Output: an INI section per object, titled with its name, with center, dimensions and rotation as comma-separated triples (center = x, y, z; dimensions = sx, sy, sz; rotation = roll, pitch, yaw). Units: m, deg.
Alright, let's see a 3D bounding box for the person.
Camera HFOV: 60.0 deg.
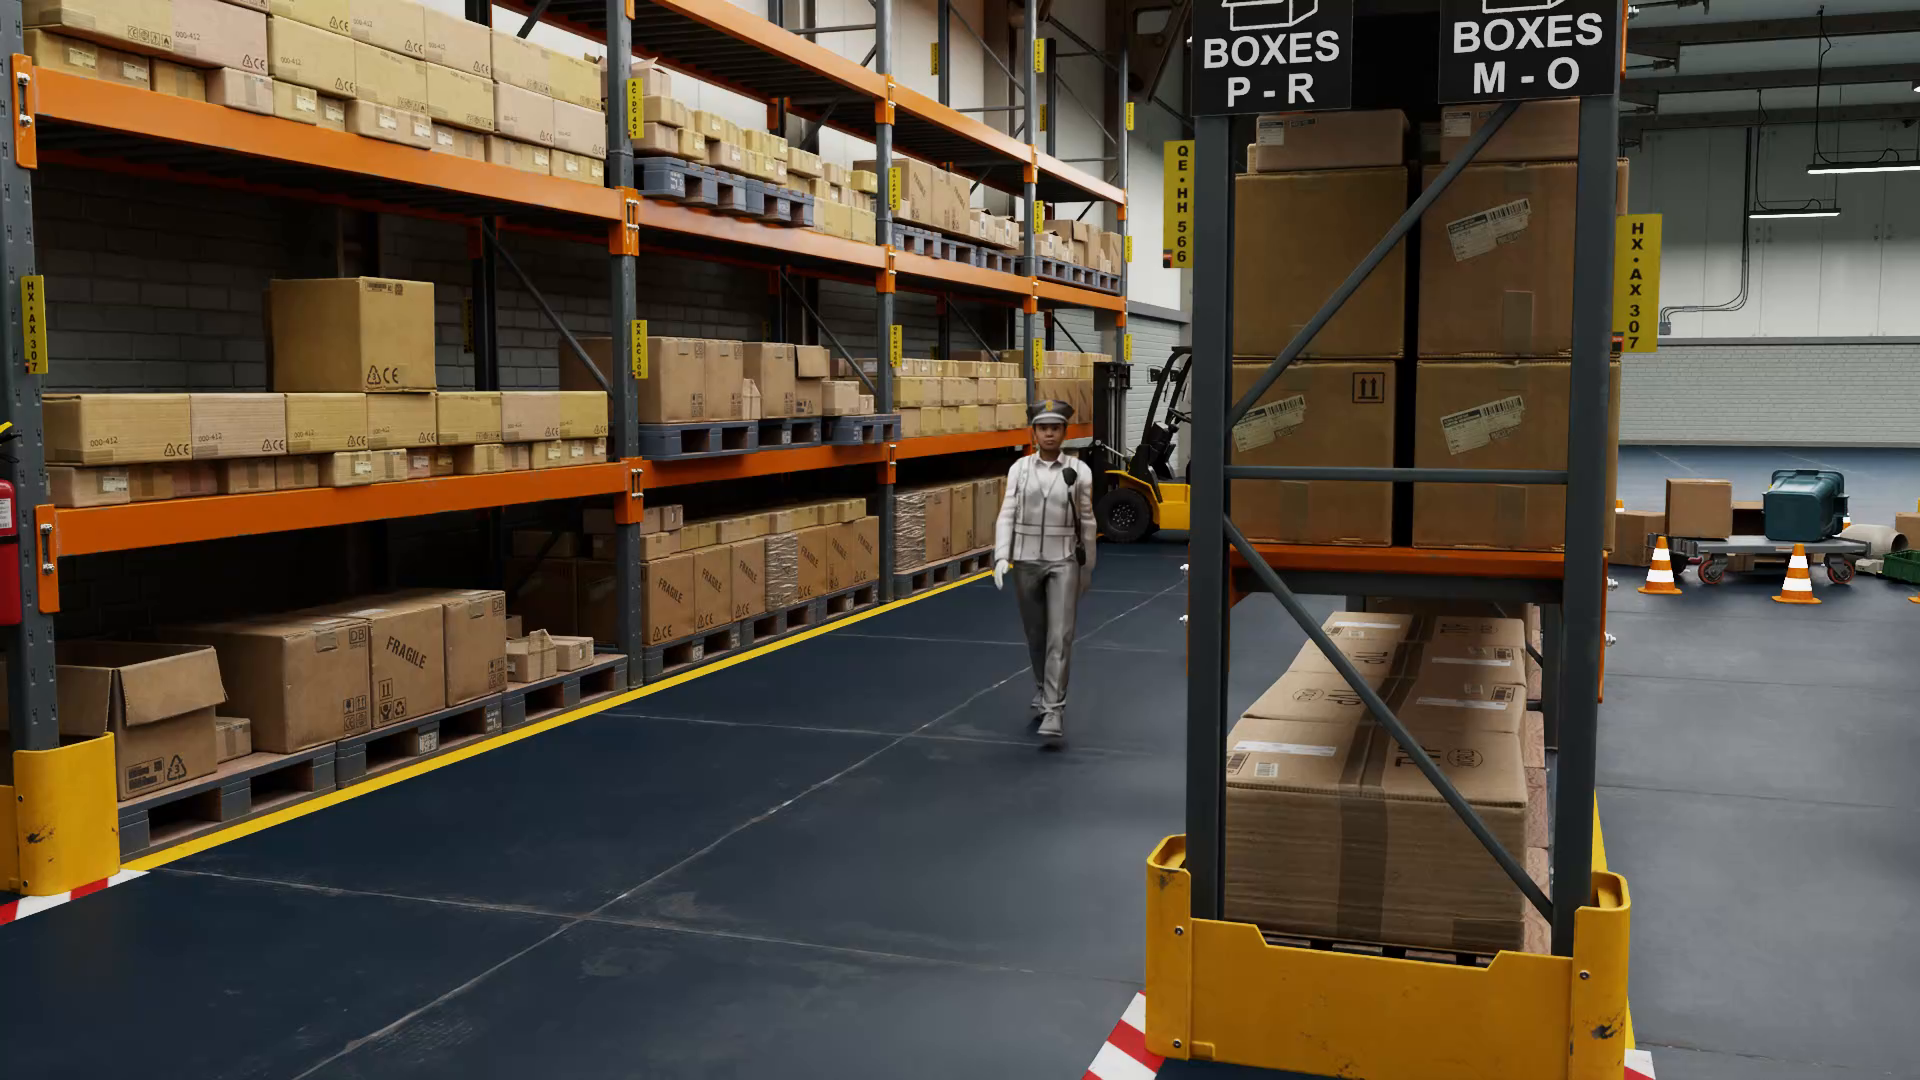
[person]
center = 0.413, 0.112, 8.302
dimensions = 0.482, 1.632, 0.979
rotation = 1, 5, 14
